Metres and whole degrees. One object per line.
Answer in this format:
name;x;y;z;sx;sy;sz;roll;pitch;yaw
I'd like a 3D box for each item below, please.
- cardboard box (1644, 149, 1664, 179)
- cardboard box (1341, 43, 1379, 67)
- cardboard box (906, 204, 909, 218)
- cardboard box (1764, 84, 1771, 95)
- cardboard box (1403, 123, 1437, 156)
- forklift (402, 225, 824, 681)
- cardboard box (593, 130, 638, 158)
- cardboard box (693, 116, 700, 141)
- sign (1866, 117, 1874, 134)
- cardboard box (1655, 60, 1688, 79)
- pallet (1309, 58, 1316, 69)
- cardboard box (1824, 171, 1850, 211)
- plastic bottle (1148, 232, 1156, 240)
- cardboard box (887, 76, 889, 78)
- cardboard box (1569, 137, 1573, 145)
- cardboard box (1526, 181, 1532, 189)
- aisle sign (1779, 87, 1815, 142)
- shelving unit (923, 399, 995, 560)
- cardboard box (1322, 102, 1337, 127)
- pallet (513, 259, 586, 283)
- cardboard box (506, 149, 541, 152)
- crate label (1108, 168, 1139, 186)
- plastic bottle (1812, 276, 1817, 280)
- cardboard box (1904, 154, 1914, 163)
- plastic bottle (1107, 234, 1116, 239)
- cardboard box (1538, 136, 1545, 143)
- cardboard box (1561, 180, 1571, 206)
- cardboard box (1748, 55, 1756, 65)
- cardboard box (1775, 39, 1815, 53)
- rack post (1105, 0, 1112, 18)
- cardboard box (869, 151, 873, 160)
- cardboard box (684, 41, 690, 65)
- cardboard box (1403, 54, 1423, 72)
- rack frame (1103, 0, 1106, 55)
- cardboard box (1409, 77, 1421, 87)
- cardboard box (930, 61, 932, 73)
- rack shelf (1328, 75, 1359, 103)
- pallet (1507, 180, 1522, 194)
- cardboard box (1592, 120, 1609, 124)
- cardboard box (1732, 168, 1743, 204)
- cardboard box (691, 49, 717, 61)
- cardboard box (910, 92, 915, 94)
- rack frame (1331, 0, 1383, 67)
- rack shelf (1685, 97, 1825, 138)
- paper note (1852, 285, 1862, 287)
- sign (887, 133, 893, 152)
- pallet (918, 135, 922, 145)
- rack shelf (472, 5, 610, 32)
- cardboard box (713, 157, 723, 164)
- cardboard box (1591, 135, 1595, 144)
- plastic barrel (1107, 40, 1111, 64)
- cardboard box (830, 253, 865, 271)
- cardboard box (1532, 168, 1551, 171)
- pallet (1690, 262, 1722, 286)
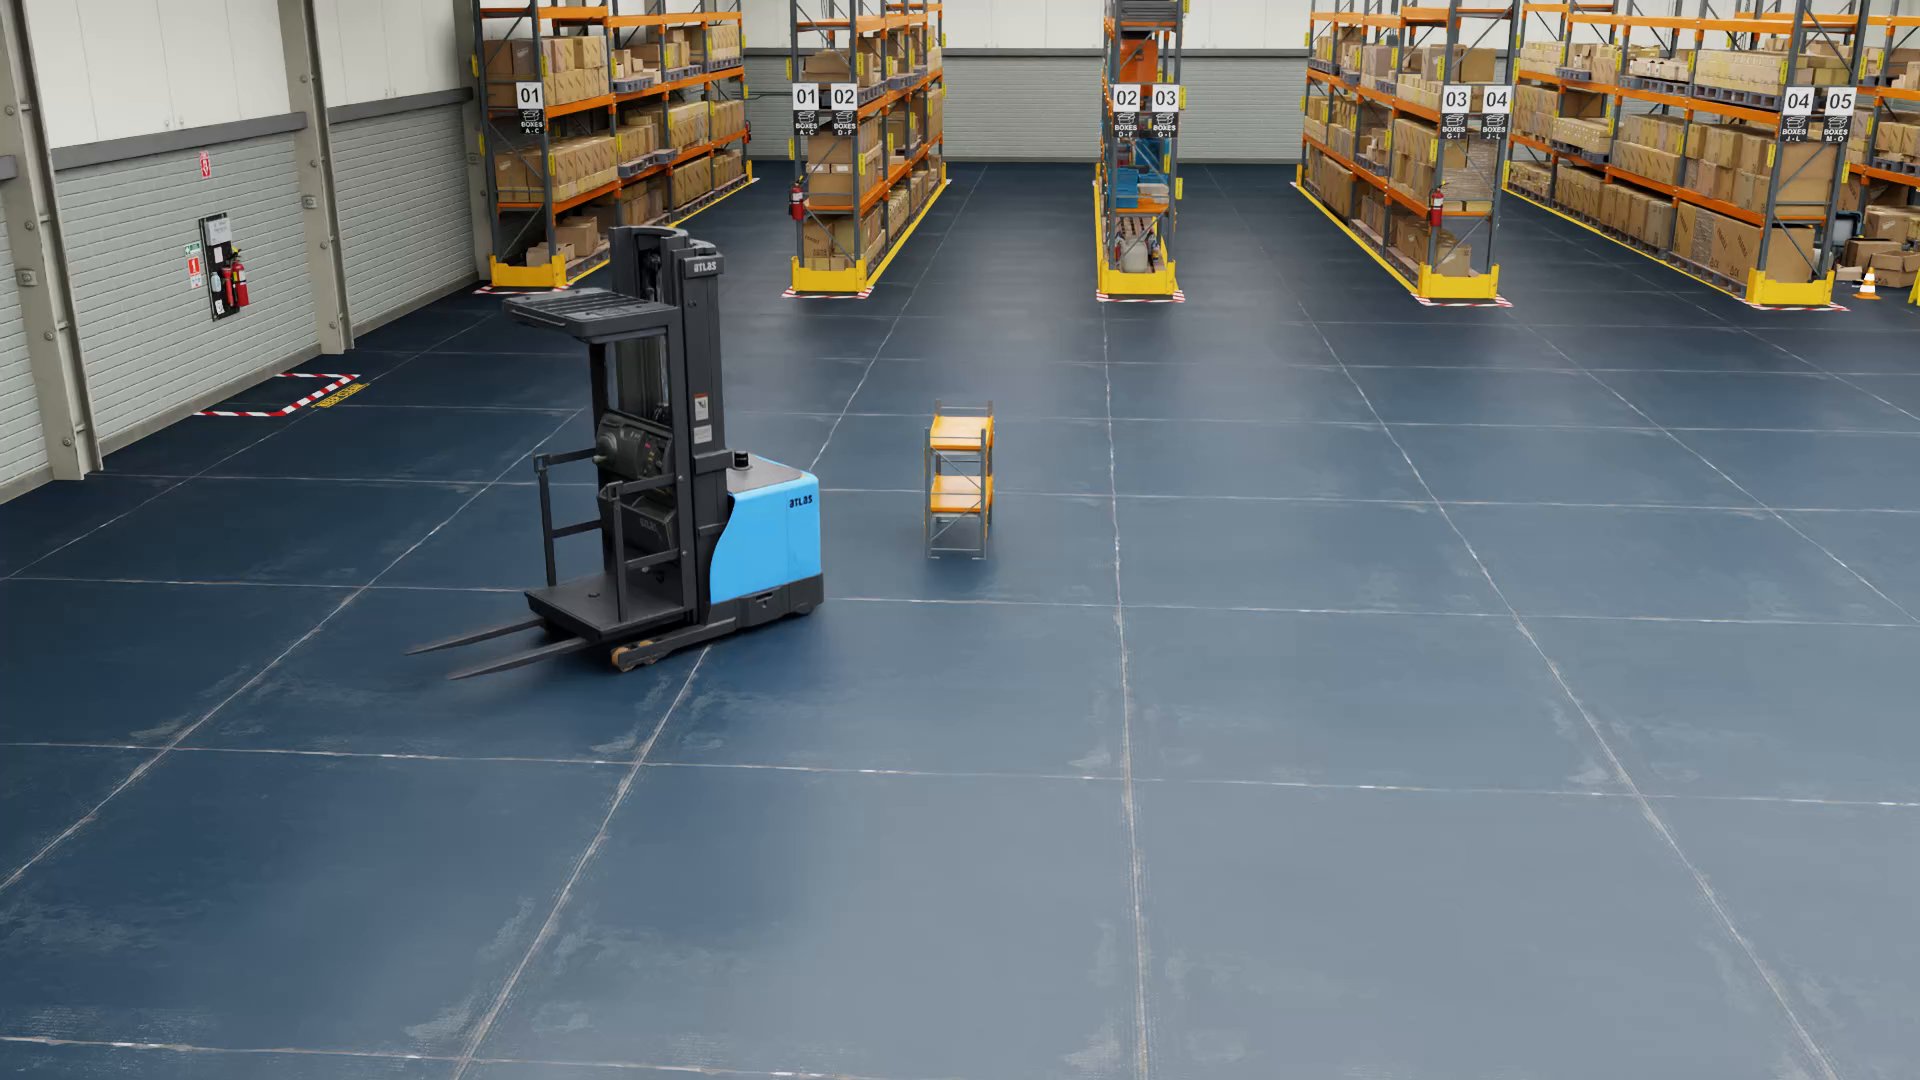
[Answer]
cardboard box;12.860;-6.863;30.390;0.500;0.500;0.500;1;18;4
cardboard box;8.618;-10.452;35.852;0.700;0.500;0.500;2;18;5
cardboard box;-1.312;-6.664;33.685;0.500;0.250;0.500;2;18;5
cardboard box;12.434;-6.833;25.211;0.380;0.149;0.250;1;18;4
cardboard box;7.720;-6.695;27.794;0.500;0.500;0.500;1;18;4
forklift;-2.475;-0.657;11.721;3.031;2.935;1.130;-16;24;-40
cardboard box;-6.612;-7.600;31.932;0.700;0.500;0.500;4;19;11
cardboard box;-6.025;-9.027;36.484;0.500;0.500;0.500;1;18;4
sign;17.694;-8.058;32.339;0.100;0.325;0.005;1;18;4
cardboard box;12.923;-8.513;30.077;0.500;0.311;0.500;1;18;2
pallet;8.894;-11.355;39.585;1.003;0.211;1.213;1;18;4
cardboard box;18.448;-7.176;34.244;0.875;0.875;0.875;2;18;5
plastic bottle;3.341;-5.170;28.932;0.144;0.351;0.185;1;18;4
cardboard box;-1.606;-8.844;31.346;0.500;0.250;0.500;0;18;-1
cardboard box;13.015;-8.381;34.911;0.380;0.149;0.250;1;18;3
cardboard box;13.422;-8.269;38.745;0.380;0.149;0.250;1;18;4
aisle sign;12.425;-6.311;24.692;0.394;0.787;0.004;1;18;4
shelving unit;0.000;-0.537;14.254;0.538;1.125;1.048;1;18;4
cardboard box;8.416;-9.535;37.265;0.500;0.500;0.500;2;18;5
pallet;-6.933;-4.515;27.863;1.003;0.211;1.213;1;18;4
cardboard box;-7.164;-6.167;27.430;0.500;0.500;0.500;2;18;5
crate label;2.712;-5.938;27.672;0.502;0.435;0.616;1;18;4
plastic bottle;14.307;-4.346;27.589;0.283;0.061;0.133;-5;19;-15
cardboard box;17.940;-7.147;31.148;0.380;0.149;0.250;2;18;7
plastic bottle;2.651;-5.236;29.134;0.144;0.351;0.185;1;18;2
cardboard box;13.398;-9.121;37.846;0.380;0.149;0.250;1;18;2
cardboard box;13.236;-7.442;35.657;0.500;0.500;0.500;2;18;6
cardboard box;12.489;-7.450;25.814;0.380;0.149;0.250;1;18;4
cardboard box;18.599;-10.880;36.992;0.797;0.503;0.637;3;18;8
rack post;3.192;-10.145;30.613;1.013;1.000;3.121;1;18;4
cardboard box;-1.702;-6.570;28.454;0.380;0.149;0.250;2;18;5
cardboard box;-6.344;-10.703;36.586;0.700;0.500;0.500;0;18;1
cardboard box;8.209;-8.293;29.258;0.797;0.503;0.637;0;18;1
rack frame;3.997;-13.164;40.146;1.000;3.000;0.127;1;18;4
cardboard box;7.673;-7.599;27.581;0.380;0.149;0.250;1;18;3
cardboard box;-0.909;-10.837;38.103;0.500;0.250;0.500;1;18;4
rack shelf;8.507;-9.423;34.700;1.077;0.370;4.000;1;18;4
pallet;13.778;-8.460;39.903;1.003;0.211;1.213;1;18;4
cardboard box;13.717;-8.888;35.505;0.380;0.149;0.250;1;18;2
cardboard box;12.894;-5.621;26.520;0.875;0.550;0.550;1;18;4
cardboard box;-5.859;-11.102;38.076;0.500;0.250;0.500;1;18;4
cardboard box;-1.345;-10.340;39.395;0.500;0.500;0.500;1;18;3
rack frame;8.650;-11.811;36.017;1.000;3.000;0.127;1;18;4
rack shelf;12.873;-6.796;26.684;1.077;0.370;4.000;1;18;4
paper note;14.533;-4.116;26.937;0.144;0.017;0.142;8;20;23
sign;-1.250;-7.135;29.863;0.100;0.325;0.005;1;18;4
pallet;-1.397;-8.846;36.909;1.003;0.211;1.213;1;18;4
rack shelf;-6.889;-8.694;27.663;1.077;0.370;4.000;1;18;4
cardboard box;-5.809;-8.944;39.200;0.380;0.149;0.250;2;18;6
cardboard box;12.902;-8.044;33.406;0.380;0.149;0.250;2;18;6
plastic barrel;3.148;-9.242;32.188;0.600;0.901;0.600;0;18;0
cardboard box;-1.831;-4.510;27.111;0.500;0.250;0.500;1;18;4
cardboard box;13.503;-8.543;38.627;0.380;0.149;0.250;1;18;4
pallet;12.799;-4.394;27.494;1.003;0.211;1.213;1;18;4
